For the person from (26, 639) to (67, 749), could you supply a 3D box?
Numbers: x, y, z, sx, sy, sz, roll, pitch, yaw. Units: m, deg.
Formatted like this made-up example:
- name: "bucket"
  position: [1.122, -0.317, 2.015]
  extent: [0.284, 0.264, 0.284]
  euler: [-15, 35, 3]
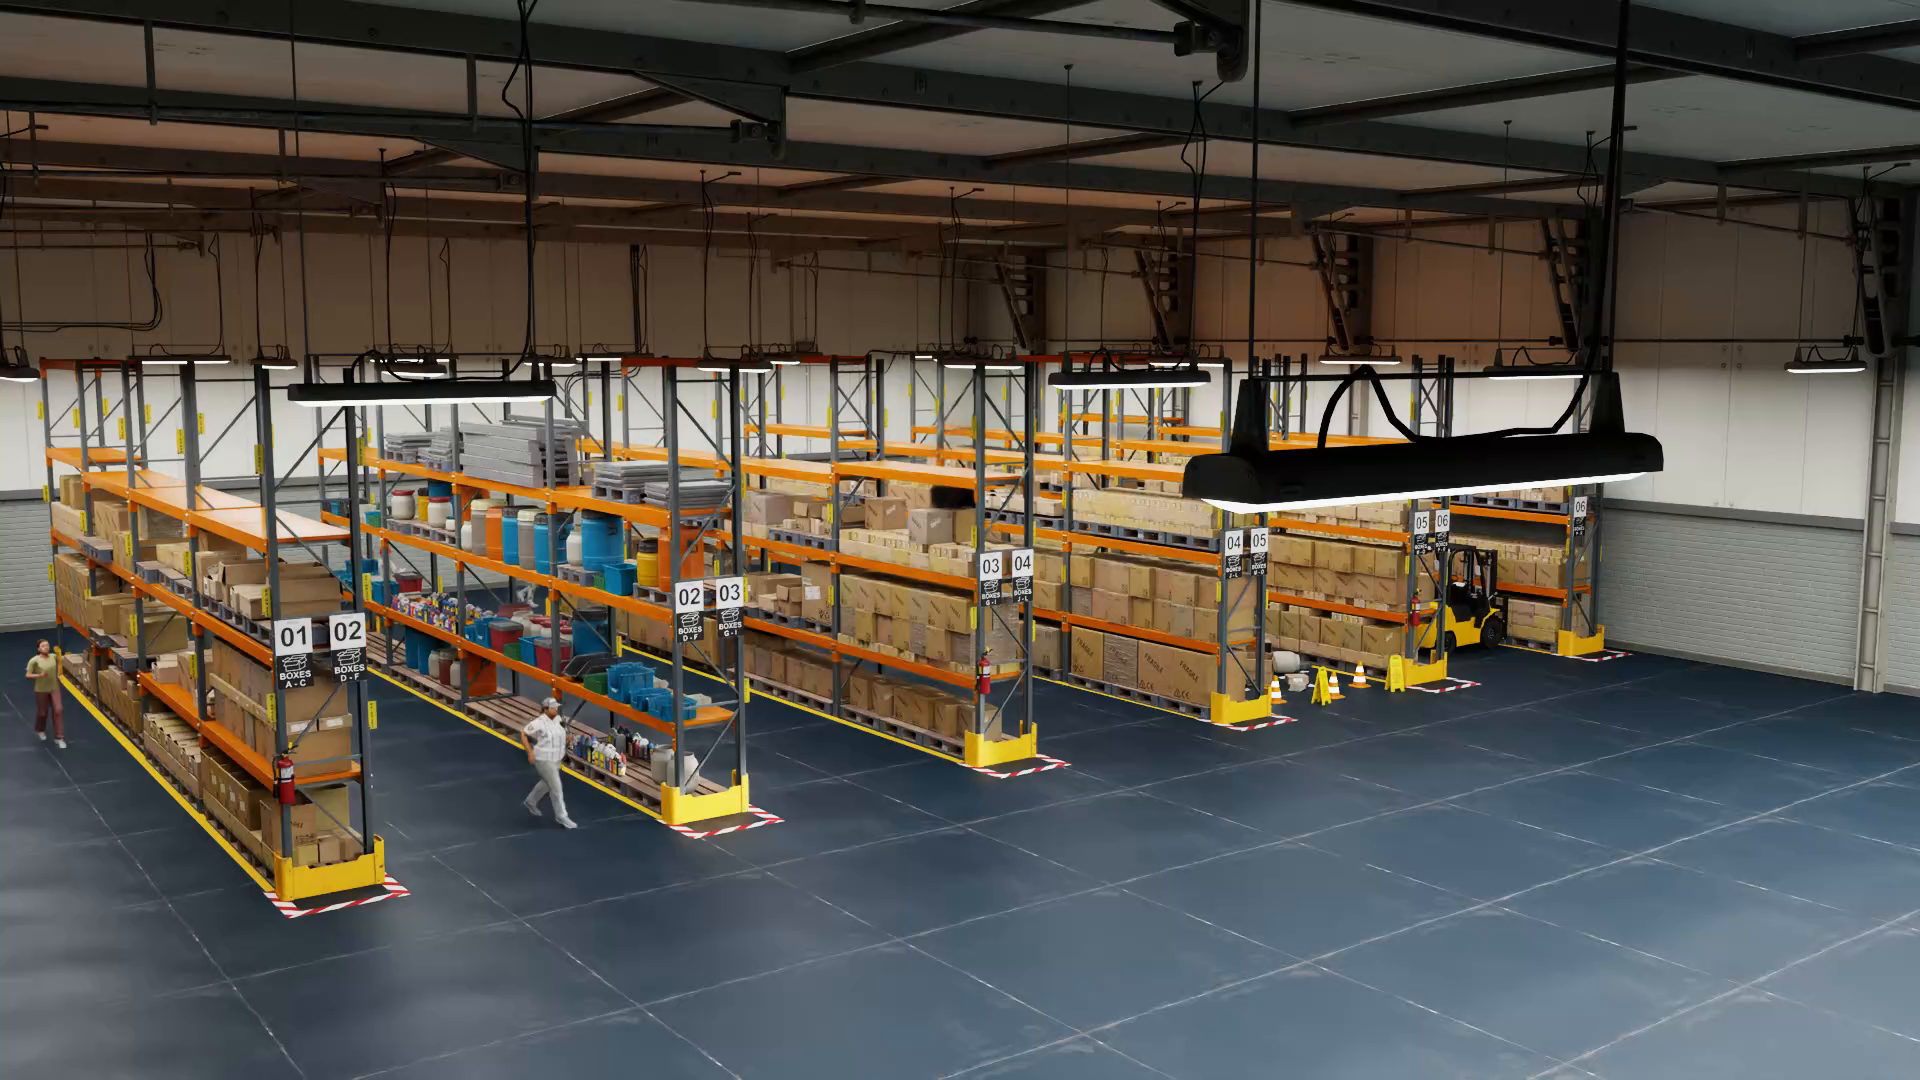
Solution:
- name: "person"
  position: [-14.250, 2.370, 25.942]
  extent: [0.904, 1.688, 0.570]
  euler: [7, 9, 44]

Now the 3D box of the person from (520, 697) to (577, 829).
- name: "person"
  position: [-5.392, 2.884, 21.750]
  extent: [0.908, 1.690, 0.591]
  euler: [3, 7, 23]

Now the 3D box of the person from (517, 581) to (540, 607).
- name: "person"
  position: [-10.289, 0.726, 39.503]
  extent: [0.589, 1.745, 0.687]
  euler: [1, 7, 7]

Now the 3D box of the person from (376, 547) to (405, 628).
- name: "person"
  position: [-12.554, 1.046, 36.483]
  extent: [0.865, 1.825, 0.664]
  euler: [-6, 9, -42]
